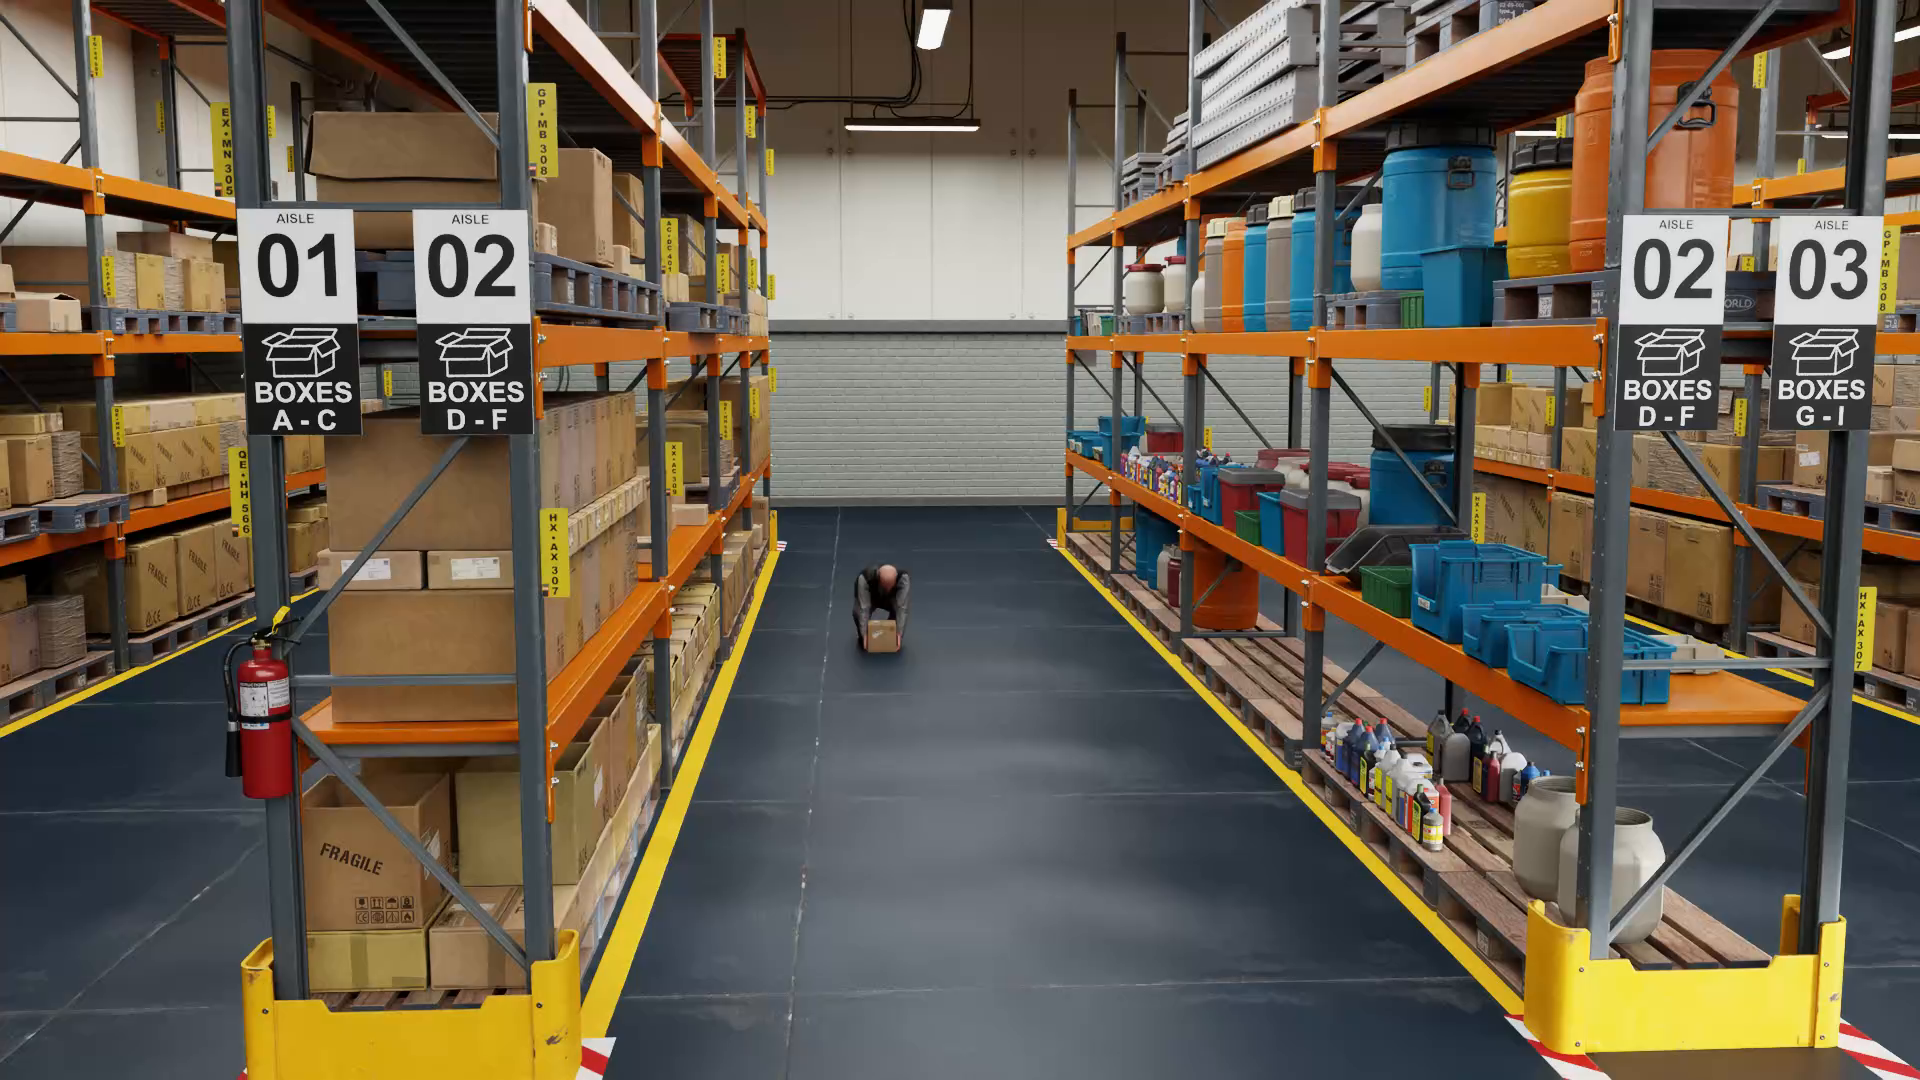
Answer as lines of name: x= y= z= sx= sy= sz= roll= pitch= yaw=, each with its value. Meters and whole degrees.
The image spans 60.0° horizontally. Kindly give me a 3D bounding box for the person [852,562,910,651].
person: x=-0.720 y=0.590 z=15.142 sx=0.521 sy=0.830 sz=0.896 roll=0 pitch=7 yaw=-4
